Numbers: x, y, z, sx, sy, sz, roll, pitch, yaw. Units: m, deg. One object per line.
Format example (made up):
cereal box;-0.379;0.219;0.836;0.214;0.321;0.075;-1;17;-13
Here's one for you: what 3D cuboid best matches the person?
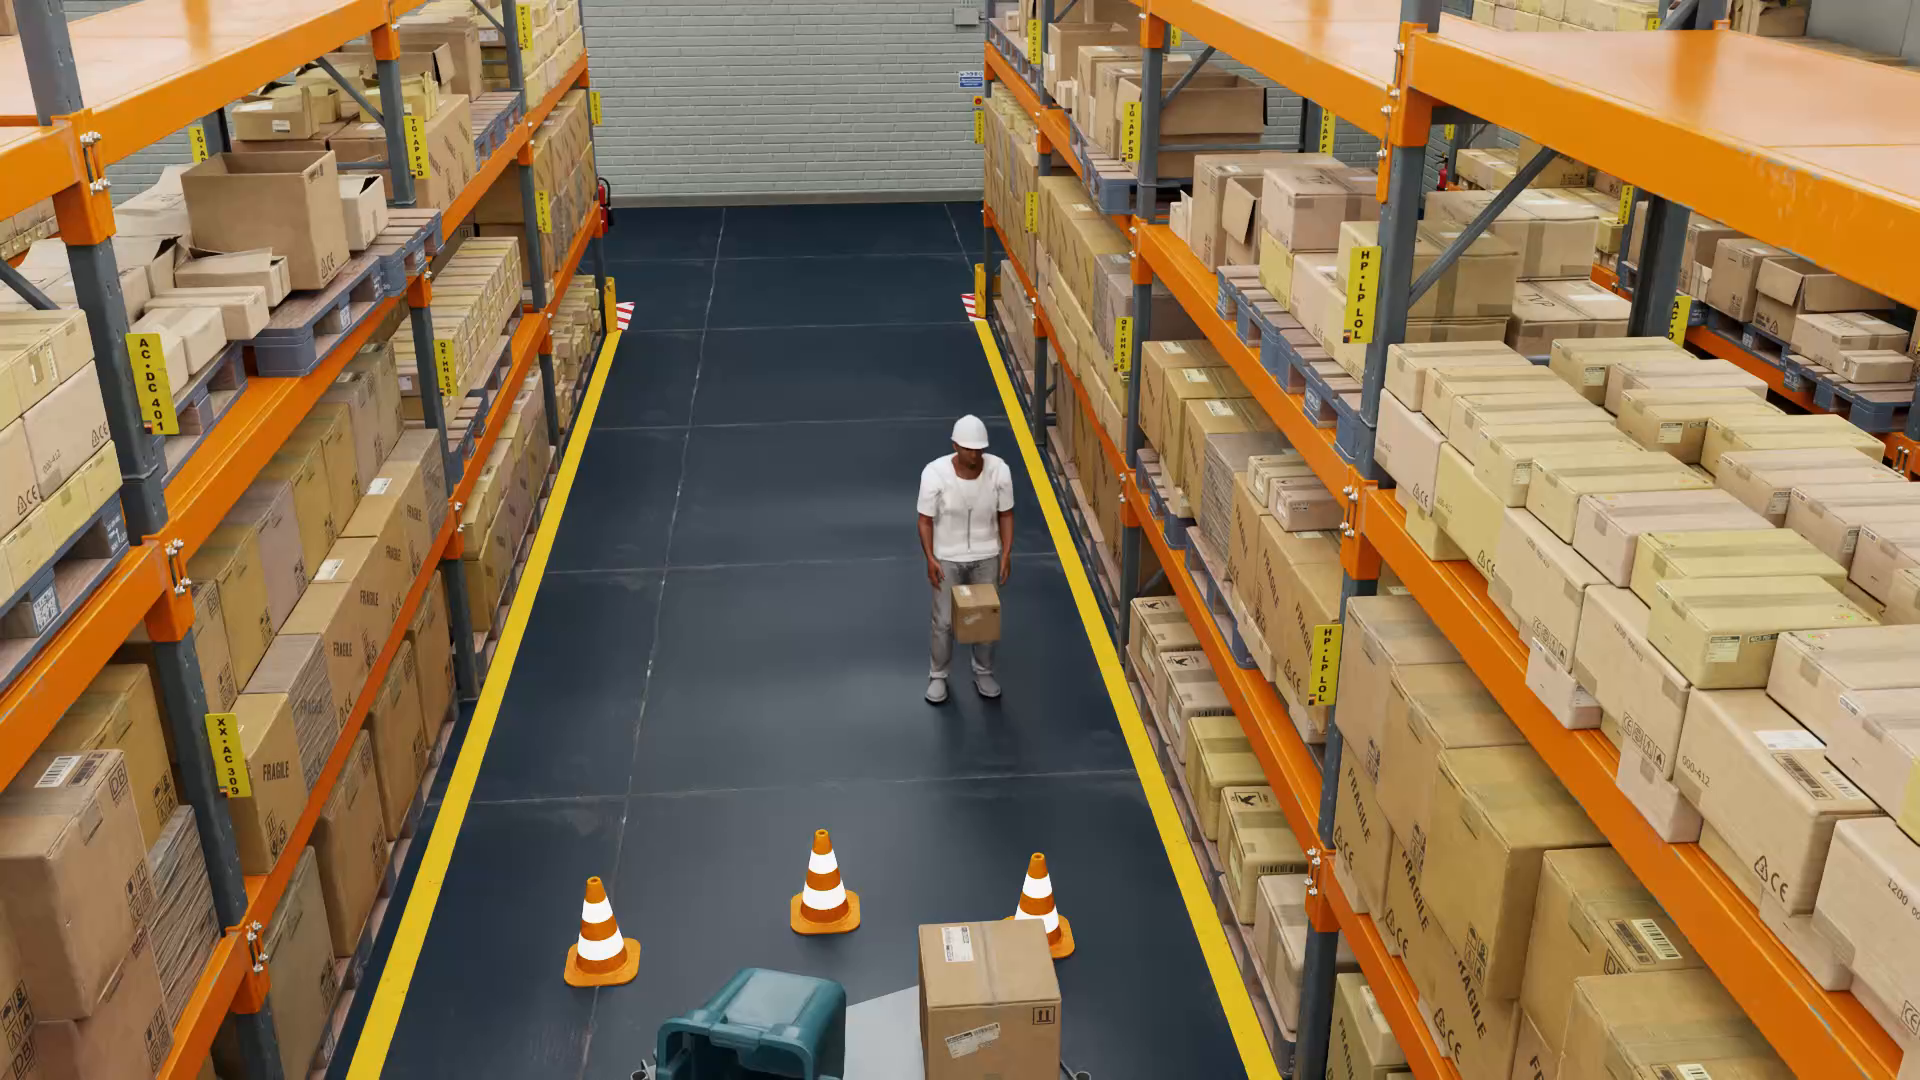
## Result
person;0.040;0.097;9.852;0.583;1.763;0.422;-4;24;-9
